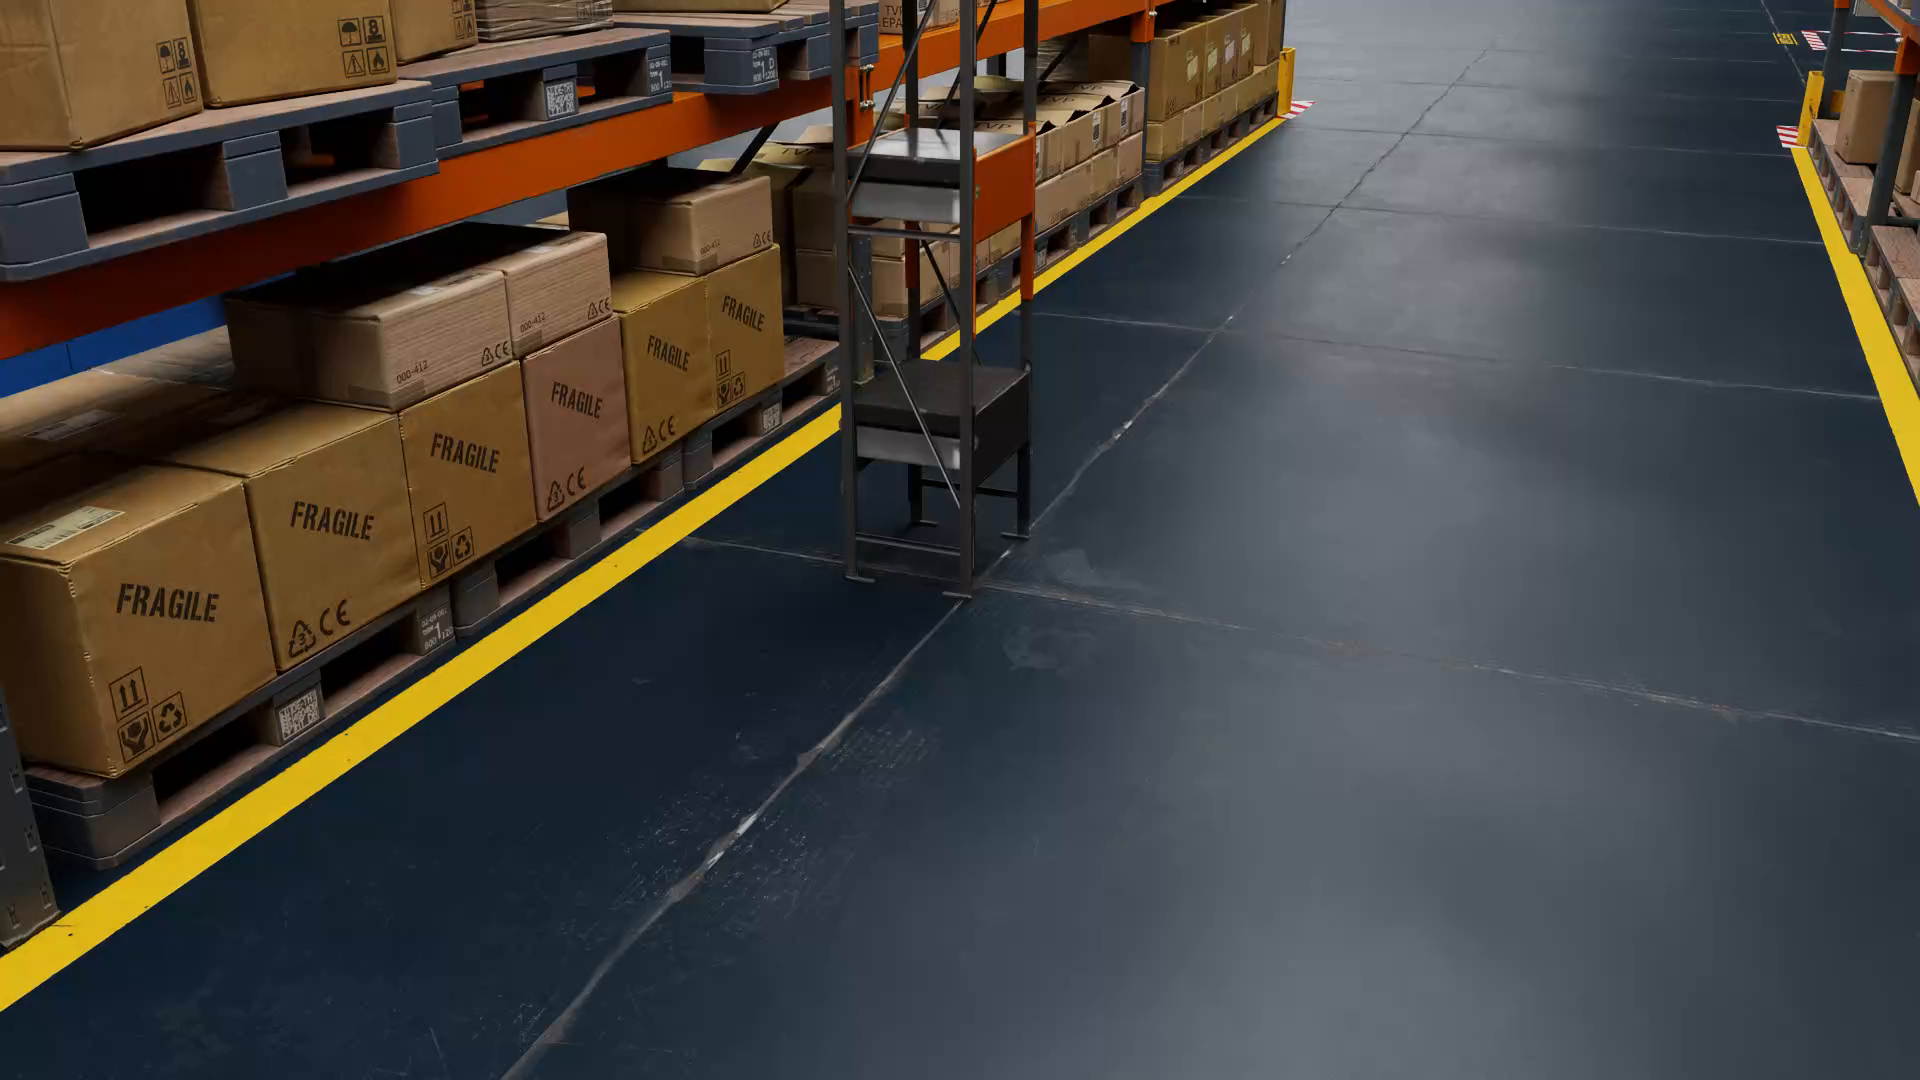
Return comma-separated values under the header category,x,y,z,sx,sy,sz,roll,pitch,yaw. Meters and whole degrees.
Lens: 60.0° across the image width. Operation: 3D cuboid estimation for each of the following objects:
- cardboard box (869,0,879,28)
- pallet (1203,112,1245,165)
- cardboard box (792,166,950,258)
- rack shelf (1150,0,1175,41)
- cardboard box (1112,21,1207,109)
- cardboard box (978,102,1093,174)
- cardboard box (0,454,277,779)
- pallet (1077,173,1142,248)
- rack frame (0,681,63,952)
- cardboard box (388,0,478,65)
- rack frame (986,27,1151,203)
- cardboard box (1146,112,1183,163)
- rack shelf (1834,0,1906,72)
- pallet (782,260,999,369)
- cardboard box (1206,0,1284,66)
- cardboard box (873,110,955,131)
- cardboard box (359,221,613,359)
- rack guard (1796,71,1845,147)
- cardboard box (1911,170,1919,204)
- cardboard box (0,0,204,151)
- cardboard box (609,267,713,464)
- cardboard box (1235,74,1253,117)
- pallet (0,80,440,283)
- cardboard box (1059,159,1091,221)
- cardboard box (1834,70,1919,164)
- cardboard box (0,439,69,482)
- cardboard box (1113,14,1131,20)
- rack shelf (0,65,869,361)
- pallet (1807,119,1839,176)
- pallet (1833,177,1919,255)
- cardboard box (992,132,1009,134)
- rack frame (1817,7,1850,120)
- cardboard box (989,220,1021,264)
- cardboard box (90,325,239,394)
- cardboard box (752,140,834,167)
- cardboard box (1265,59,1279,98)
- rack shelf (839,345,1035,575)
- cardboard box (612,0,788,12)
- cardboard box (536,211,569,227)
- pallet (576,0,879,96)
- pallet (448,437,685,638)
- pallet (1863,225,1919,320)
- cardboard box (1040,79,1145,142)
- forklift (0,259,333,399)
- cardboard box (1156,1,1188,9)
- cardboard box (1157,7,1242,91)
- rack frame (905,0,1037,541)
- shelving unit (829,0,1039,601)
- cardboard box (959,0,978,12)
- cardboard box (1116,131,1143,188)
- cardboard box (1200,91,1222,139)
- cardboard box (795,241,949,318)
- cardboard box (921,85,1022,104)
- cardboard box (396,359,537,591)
category,x,y,z,sx,sy,sz,roll,pitch,yaw
cardboard box,-0.662,-2.175,6.682,0.500,0.311,0.500,10,25,23
pallet,1.434,-2.954,12.048,1.003,0.211,1.213,9,24,20
cardboard box,-0.371,-1.422,7.057,0.500,0.311,0.500,10,25,22
rack shelf,1.391,-3.908,11.647,1.077,0.370,4.000,9,24,20
cardboard box,1.289,-3.096,10.820,0.500,0.500,0.500,9,24,20
cardboard box,0.389,-2.157,8.816,0.500,0.311,0.500,9,24,20
cardboard box,-1.918,0.151,3.669,0.500,0.500,0.500,8,24,18
pallet,0.410,-1.968,9.688,1.003,0.211,1.213,9,24,20
rack frame,-2.324,-0.661,2.941,1.000,3.000,0.127,9,24,20
cardboard box,-1.725,-1.542,4.376,0.700,0.500,0.500,3,23,7
rack frame,0.648,-3.524,9.795,1.000,3.000,0.127,9,24,20
cardboard box,1.102,-2.572,10.537,0.500,0.250,0.500,9,24,20
rack shelf,5.991,-3.200,9.952,1.077,0.370,4.000,9,24,20
pallet,-0.496,-1.095,7.597,1.003,0.211,1.213,9,24,20
cardboard box,2.211,-3.992,12.965,0.500,0.500,0.500,9,24,20
cardboard box,-0.307,-2.045,8.550,0.500,0.311,0.500,9,24,22
cardboard box,-1.360,-0.732,4.811,0.500,0.250,0.500,8,24,19
rack guard,6.706,-3.067,11.944,1.175,0.500,0.348,9,24,20
cardboard box,5.419,-1.908,9.030,0.380,0.166,0.250,6,23,13
cardboard box,-1.940,-1.039,3.170,0.700,0.500,0.500,1,23,2
cardboard box,-1.160,-0.589,5.440,0.500,0.500,0.500,8,24,18
cardboard box,1.850,-3.286,12.249,0.500,0.250,0.500,9,24,20
pallet,-1.926,-0.843,3.625,1.003,0.211,1.213,9,24,20
cardboard box,0.384,-1.895,8.918,0.500,0.250,0.500,9,24,21
cardboard box,5.863,-2.603,10.262,0.700,0.500,0.500,7,24,17
cardboard box,-2.406,0.072,3.859,0.500,0.500,0.500,9,24,20
cardboard box,0.996,-3.349,11.426,0.500,0.500,0.500,9,24,20
rack shelf,-1.581,-1.045,4.793,1.077,0.370,4.000,9,24,20
pallet,6.372,-2.648,11.316,1.003,0.211,1.213,9,24,20
pallet,5.465,-1.775,9.225,1.003,0.211,1.213,9,24,20
cardboard box,0.008,-1.793,7.946,0.500,0.311,0.500,8,24,19
rack frame,6.734,-4.248,11.527,1.000,3.000,0.127,9,24,20
cardboard box,0.003,-1.530,8.044,0.500,0.250,0.500,8,24,19
cardboard box,-2.028,-0.283,4.709,0.500,0.500,0.500,9,24,21
cardboard box,-0.685,-1.686,7.690,0.500,0.311,0.500,8,24,19
cardboard box,2.209,-3.646,13.110,0.500,0.250,0.500,9,24,20
rack shelf,-0.061,-0.251,4.979,0.431,0.518,0.480,9,24,20
cardboard box,-0.967,-2.091,5.690,0.700,0.500,0.500,1,23,2
cardboard box,-1.272,-1.020,6.473,0.500,0.500,0.500,10,25,22
pallet,-1.024,-1.751,5.800,1.213,0.211,1.003,9,24,20
pallet,-1.605,-0.109,5.237,1.003,0.211,1.213,9,24,20
pallet,4.961,-1.251,7.970,1.003,0.211,1.213,9,24,20
cardboard box,0.764,-2.522,9.691,0.500,0.311,0.500,9,24,20
forklift,-3.076,-1.982,6.193,1.130,2.935,3.031,-4,23,-11
cardboard box,1.370,-3.706,12.281,0.500,0.500,0.500,9,24,20
cardboard box,1.666,-3.453,11.675,0.500,0.500,0.500,9,24,20
rack frame,0.029,-0.997,4.913,0.400,2.100,0.015,9,24,20
shelving unit,-0.061,-0.910,4.703,0.431,2.100,0.503,9,24,20
cardboard box,-0.230,-2.742,7.792,0.500,0.500,0.500,7,24,17
cardboard box,0.763,-2.259,9.789,0.500,0.250,0.500,9,24,20
cardboard box,1.483,-2.928,11.391,0.500,0.250,0.500,9,24,20
cardboard box,-0.371,-1.163,7.165,0.500,0.250,0.500,9,24,20
cardboard box,0.072,-2.417,9.440,0.500,0.311,0.500,8,24,19
cardboard box,-1.537,-0.219,4.555,0.500,0.500,0.500,9,24,21
